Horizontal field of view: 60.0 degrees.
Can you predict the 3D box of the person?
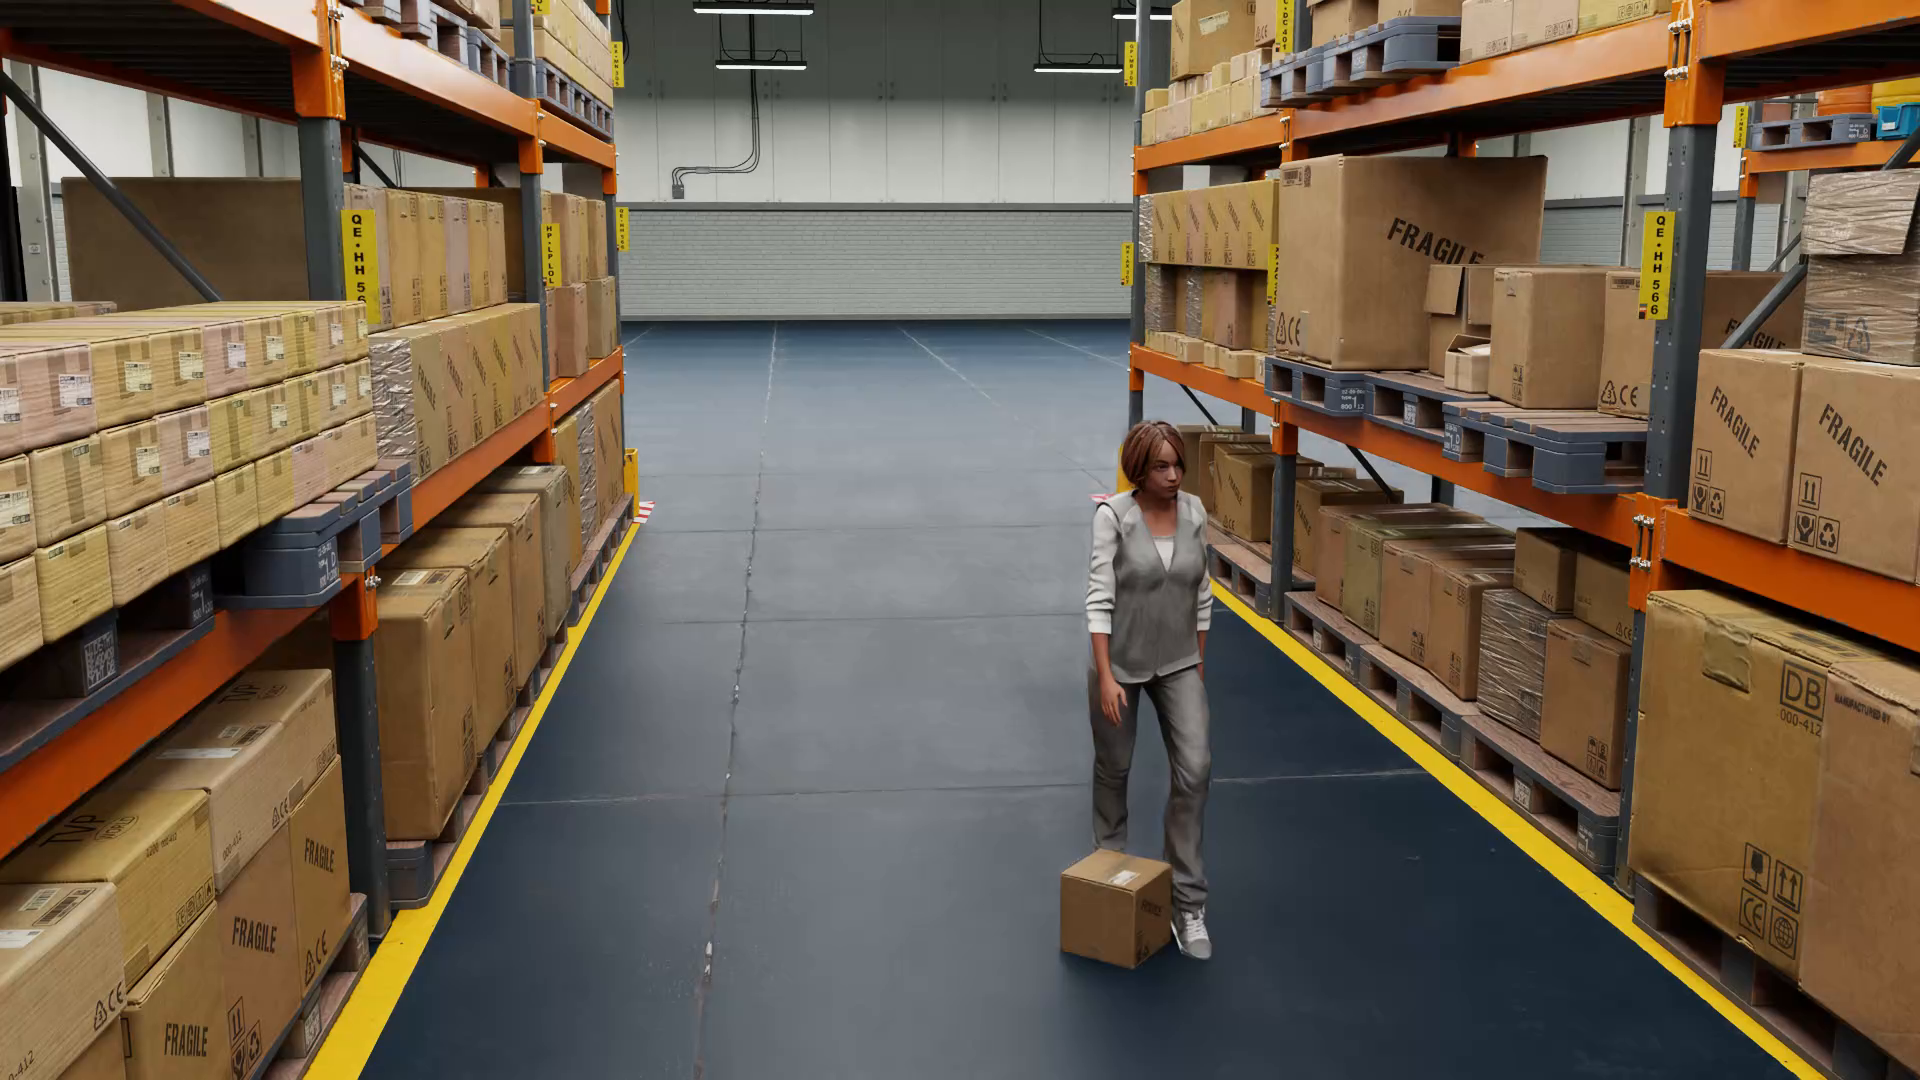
[{"bbox_3d":[0.572,0.353,5.178,0.419,1.485,0.609,-2,10,-10],"label":"person"}]
